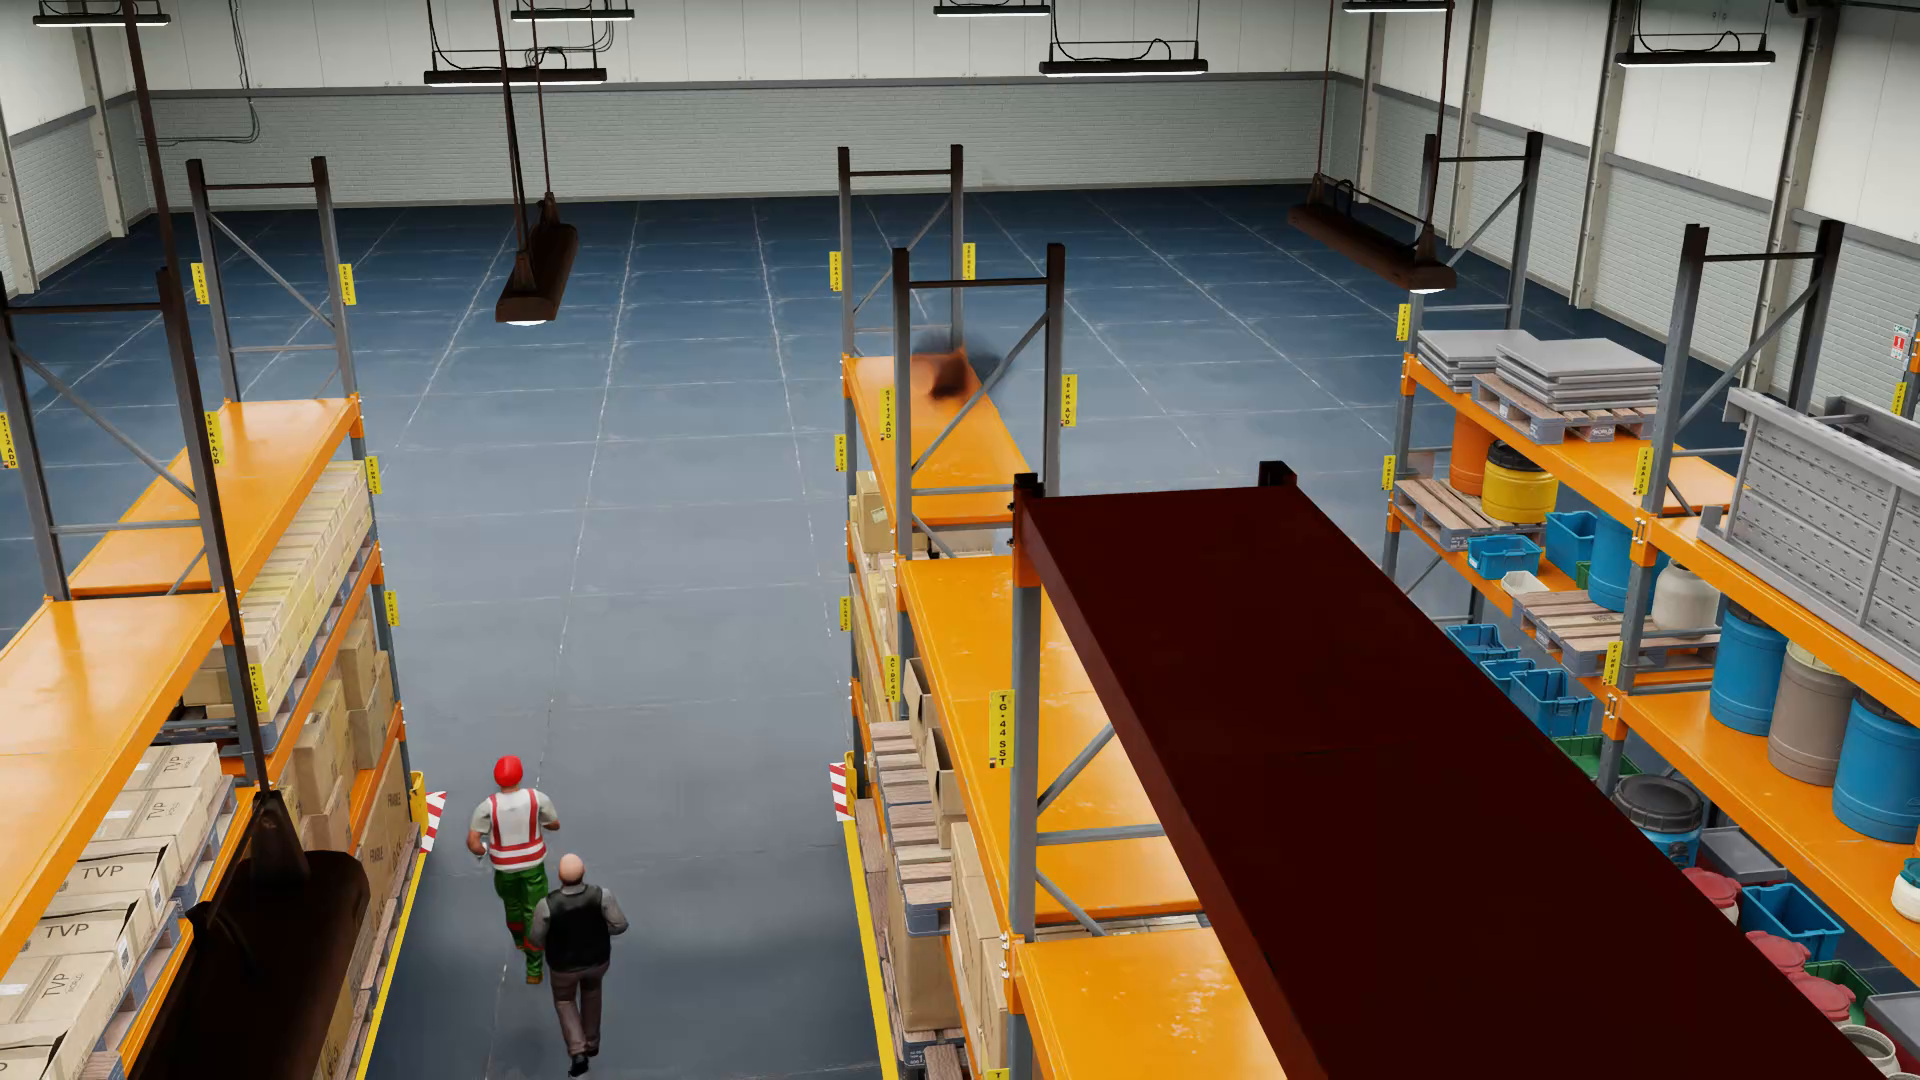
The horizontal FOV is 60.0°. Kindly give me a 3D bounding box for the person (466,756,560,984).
[{"bbox_3d":[-3.261,2.395,12.306,0.645,1.831,0.843,-4,22,-11],"label":"person"}]

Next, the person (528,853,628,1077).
[{"bbox_3d":[-2.596,2.874,11.374,0.661,1.689,0.595,-8,23,-19],"label":"person"}]
